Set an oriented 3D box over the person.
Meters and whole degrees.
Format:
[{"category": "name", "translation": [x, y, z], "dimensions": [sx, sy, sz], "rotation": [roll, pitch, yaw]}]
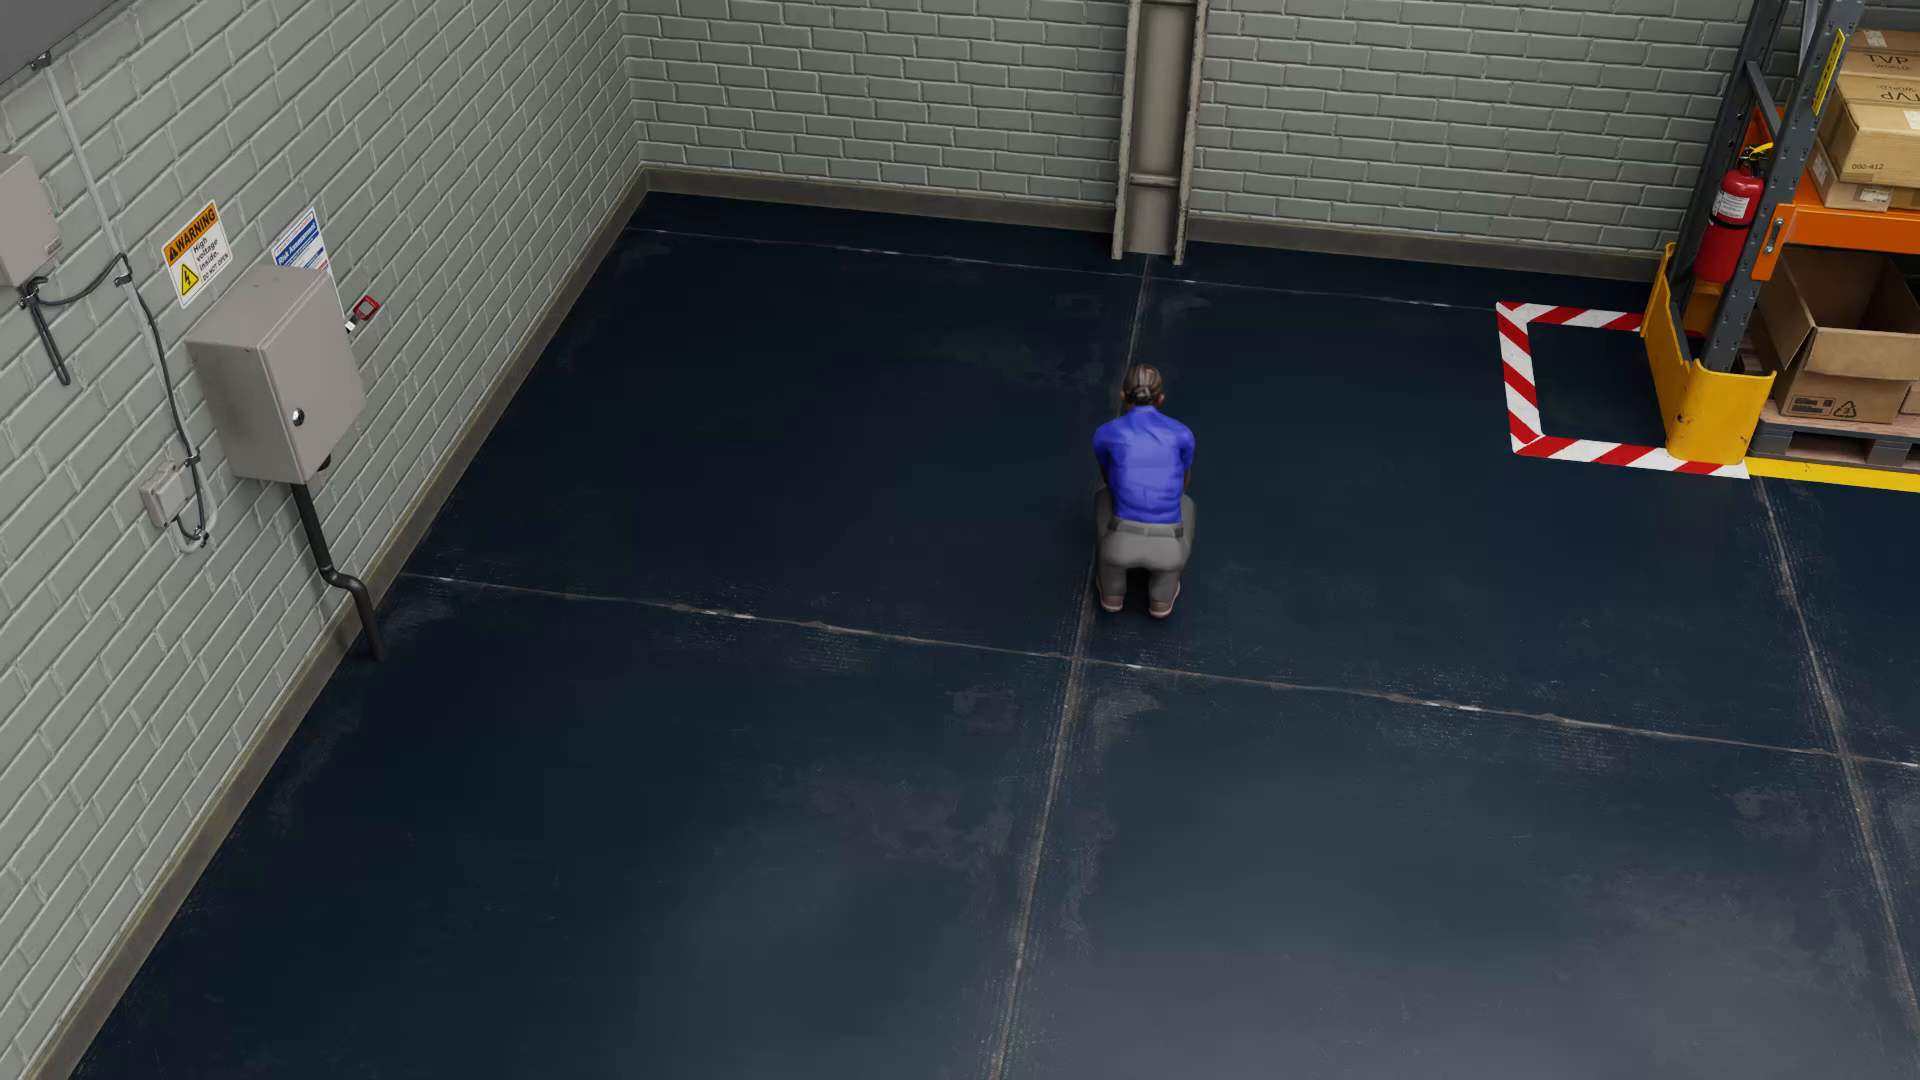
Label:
[{"category": "person", "translation": [0.763, -0.179, 6.916], "dimensions": [0.458, 0.960, 0.813], "rotation": [6, 41, 7]}]
